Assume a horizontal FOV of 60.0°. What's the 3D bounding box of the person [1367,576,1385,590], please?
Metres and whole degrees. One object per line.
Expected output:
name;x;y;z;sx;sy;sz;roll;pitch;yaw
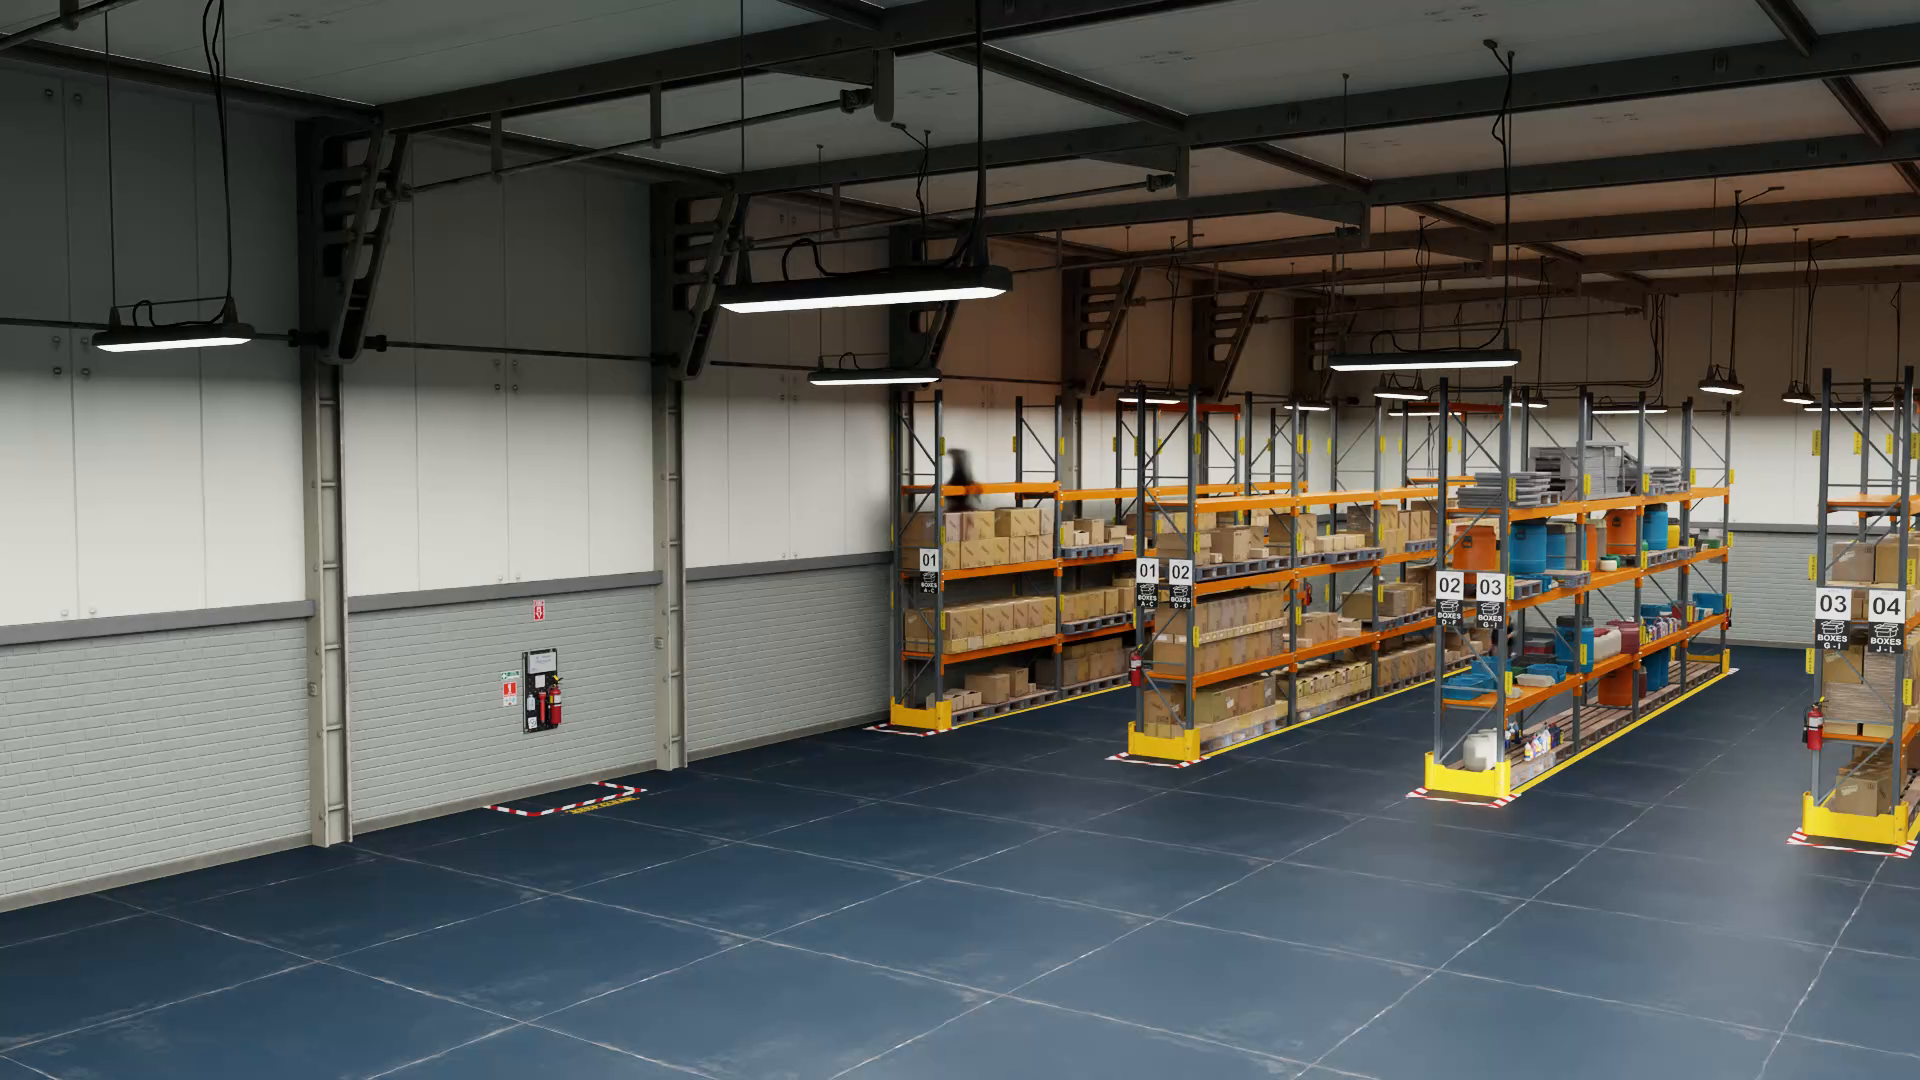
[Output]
person;10.780;1.765;42.832;0.768;1.681;0.542;-1;3;-22

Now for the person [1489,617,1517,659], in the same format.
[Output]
person;11.268;2.208;34.571;0.654;1.709;0.671;2;4;30
